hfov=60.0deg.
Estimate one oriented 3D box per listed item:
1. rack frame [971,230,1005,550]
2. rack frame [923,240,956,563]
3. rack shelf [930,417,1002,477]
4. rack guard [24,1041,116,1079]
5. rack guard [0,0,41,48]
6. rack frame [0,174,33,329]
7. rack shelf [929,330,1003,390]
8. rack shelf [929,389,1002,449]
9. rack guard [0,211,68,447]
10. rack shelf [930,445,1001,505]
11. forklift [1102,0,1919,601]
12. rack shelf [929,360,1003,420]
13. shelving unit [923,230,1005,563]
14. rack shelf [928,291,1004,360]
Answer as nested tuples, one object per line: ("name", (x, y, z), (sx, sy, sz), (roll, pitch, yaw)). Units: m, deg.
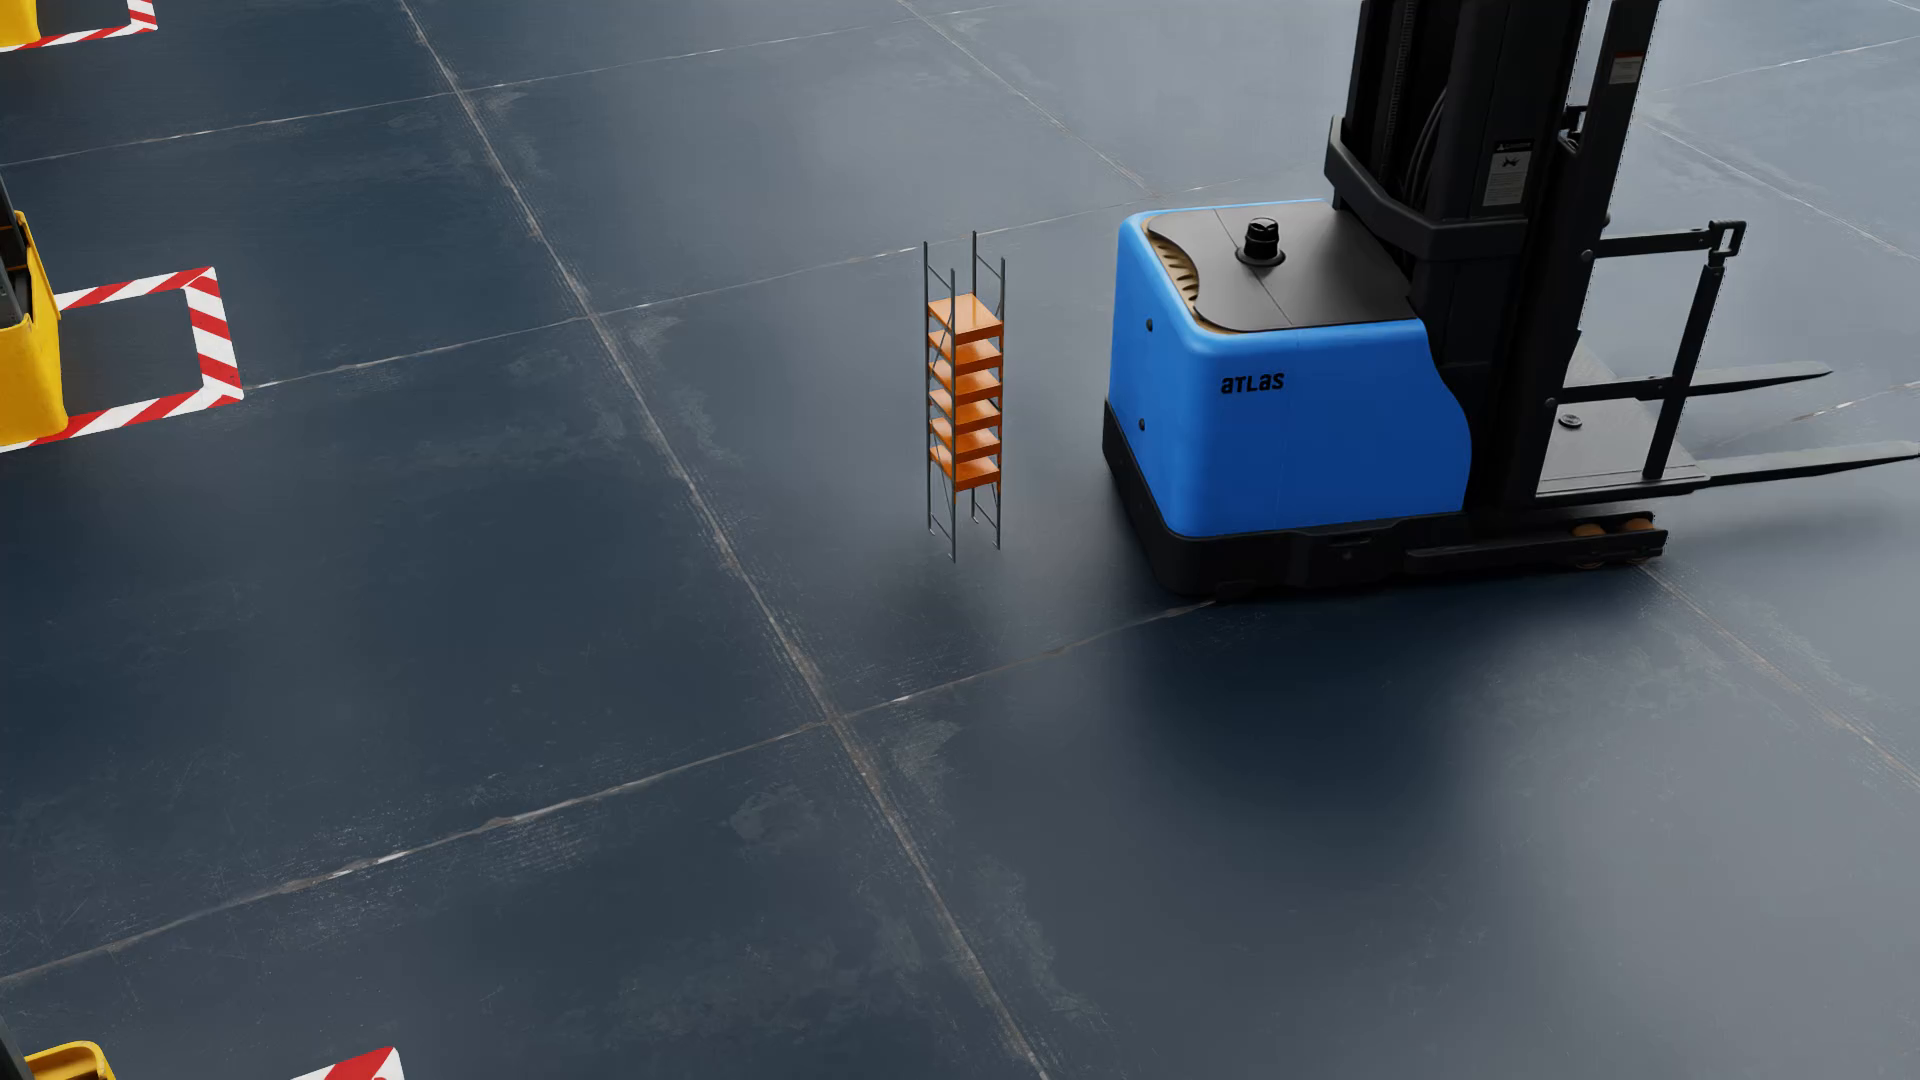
("rack frame", (0.096, -0.509, 5.929), (0.006, 1.200, 0.240), (-16, 39, -20))
("rack frame", (-0.070, -0.462, 5.866), (0.006, 1.200, 0.240), (-16, 39, -20))
("rack shelf", (0.013, -0.354, 5.995), (0.180, 0.103, 0.258), (-16, 39, -20))
("rack guard", (-1.904, 1.706, 3.531), (0.348, 0.500, 1.175), (-16, 39, -20))
("rack guard", (-6.200, -3.612, 10.701), (0.348, 0.500, 1.175), (-16, 39, -20))
("rack frame", (-4.027, -1.965, 6.381), (0.127, 3.000, 1.000), (-16, 39, -20))
("rack shelf", (0.013, -0.643, 5.781), (0.180, 0.103, 0.258), (-16, 39, -20))
("rack shelf", (0.013, -0.450, 5.924), (0.180, 0.103, 0.258), (-16, 39, -20))
("rack guard", (-4.076, -0.916, 7.065), (0.348, 0.500, 1.175), (-16, 39, -20))
("rack shelf", (0.013, -0.257, 6.067), (0.180, 0.103, 0.258), (-16, 39, -20))
("forklift", (2.130, -1.376, 5.645), (3.031, 2.935, 1.130), (-6, 37, -8))
("rack shelf", (0.013, -0.546, 5.852), (0.180, 0.103, 0.258), (-16, 39, -20))
("shelving unit", (0.013, -0.486, 5.898), (0.189, 1.200, 0.258), (-16, 39, -20))
("rack shelf", (0.013, -0.739, 5.710), (0.180, 0.103, 0.258), (-16, 39, -20))
